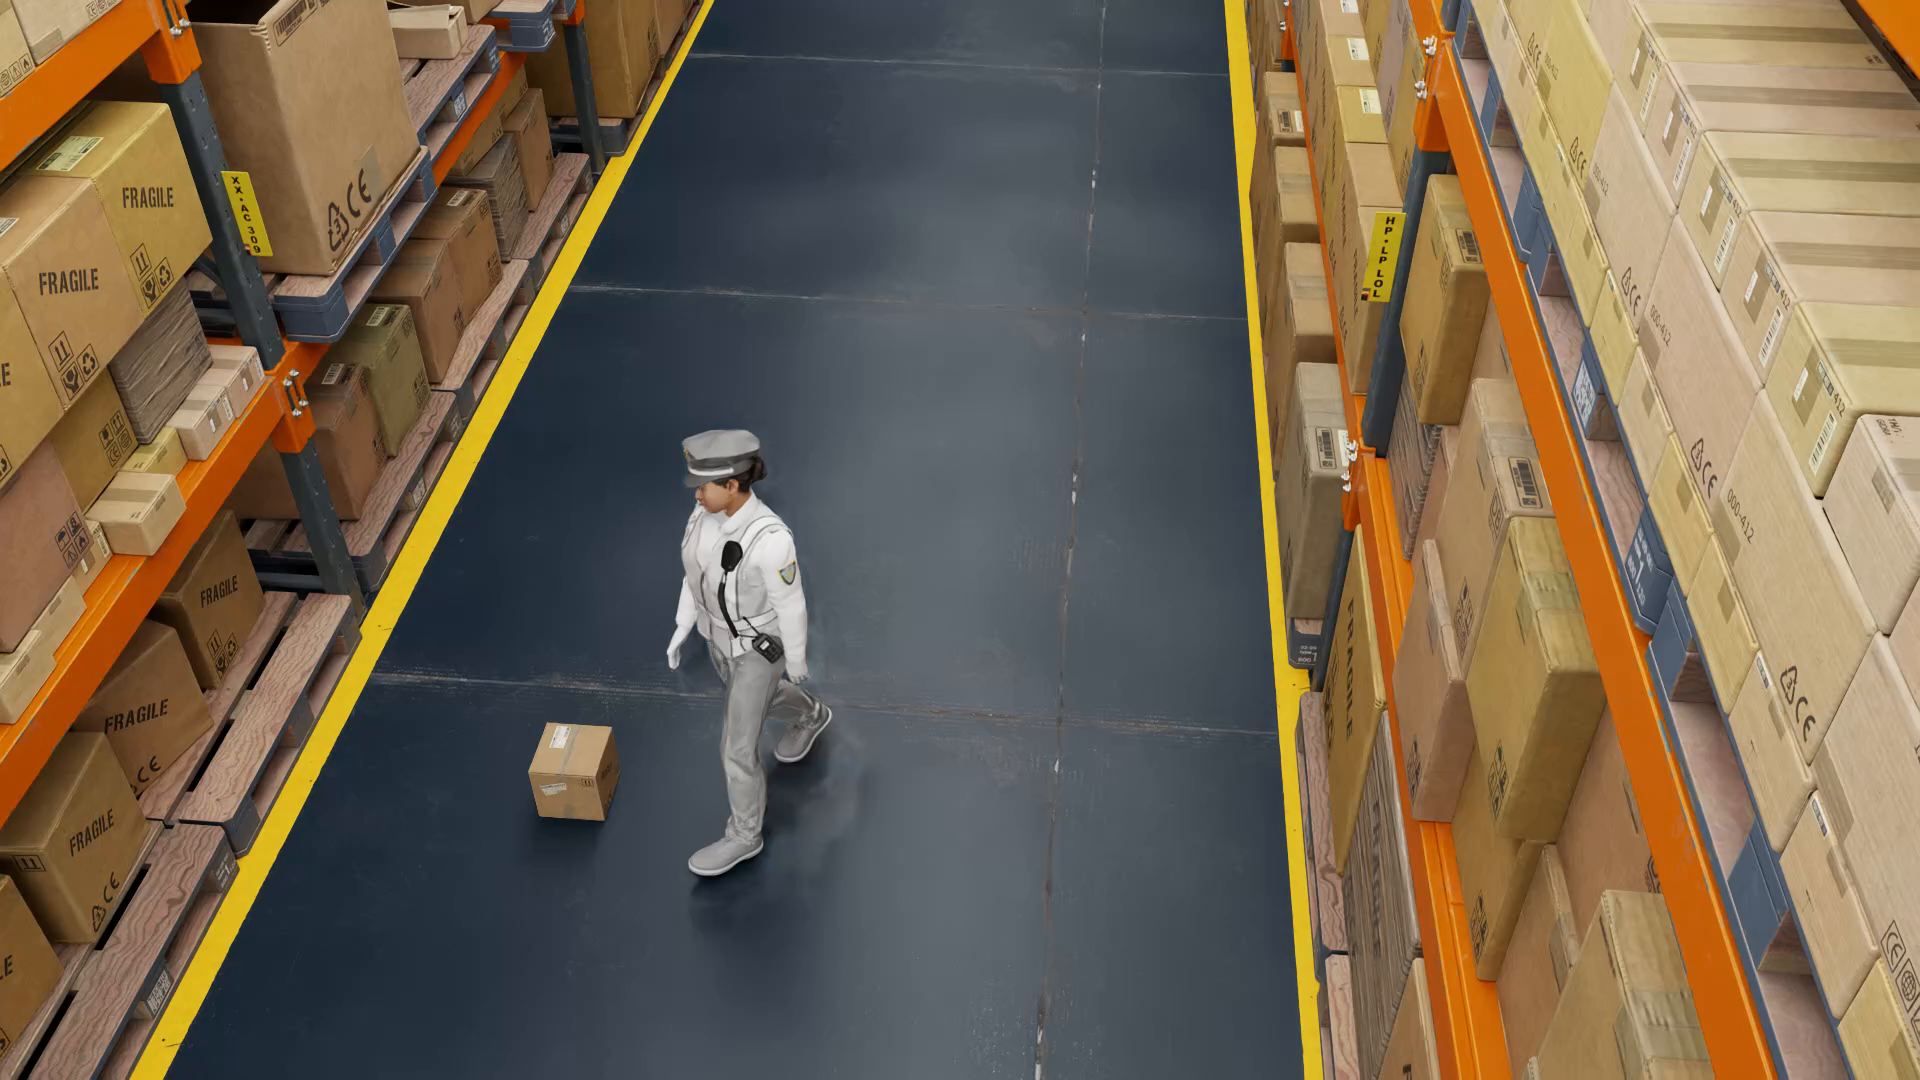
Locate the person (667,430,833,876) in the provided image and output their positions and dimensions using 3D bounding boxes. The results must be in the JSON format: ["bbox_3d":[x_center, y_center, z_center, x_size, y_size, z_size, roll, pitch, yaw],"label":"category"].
[{"bbox_3d":[-0.759,0.335,5.751,0.816,1.620,0.495,-28,48,-29],"label":"person"}]
